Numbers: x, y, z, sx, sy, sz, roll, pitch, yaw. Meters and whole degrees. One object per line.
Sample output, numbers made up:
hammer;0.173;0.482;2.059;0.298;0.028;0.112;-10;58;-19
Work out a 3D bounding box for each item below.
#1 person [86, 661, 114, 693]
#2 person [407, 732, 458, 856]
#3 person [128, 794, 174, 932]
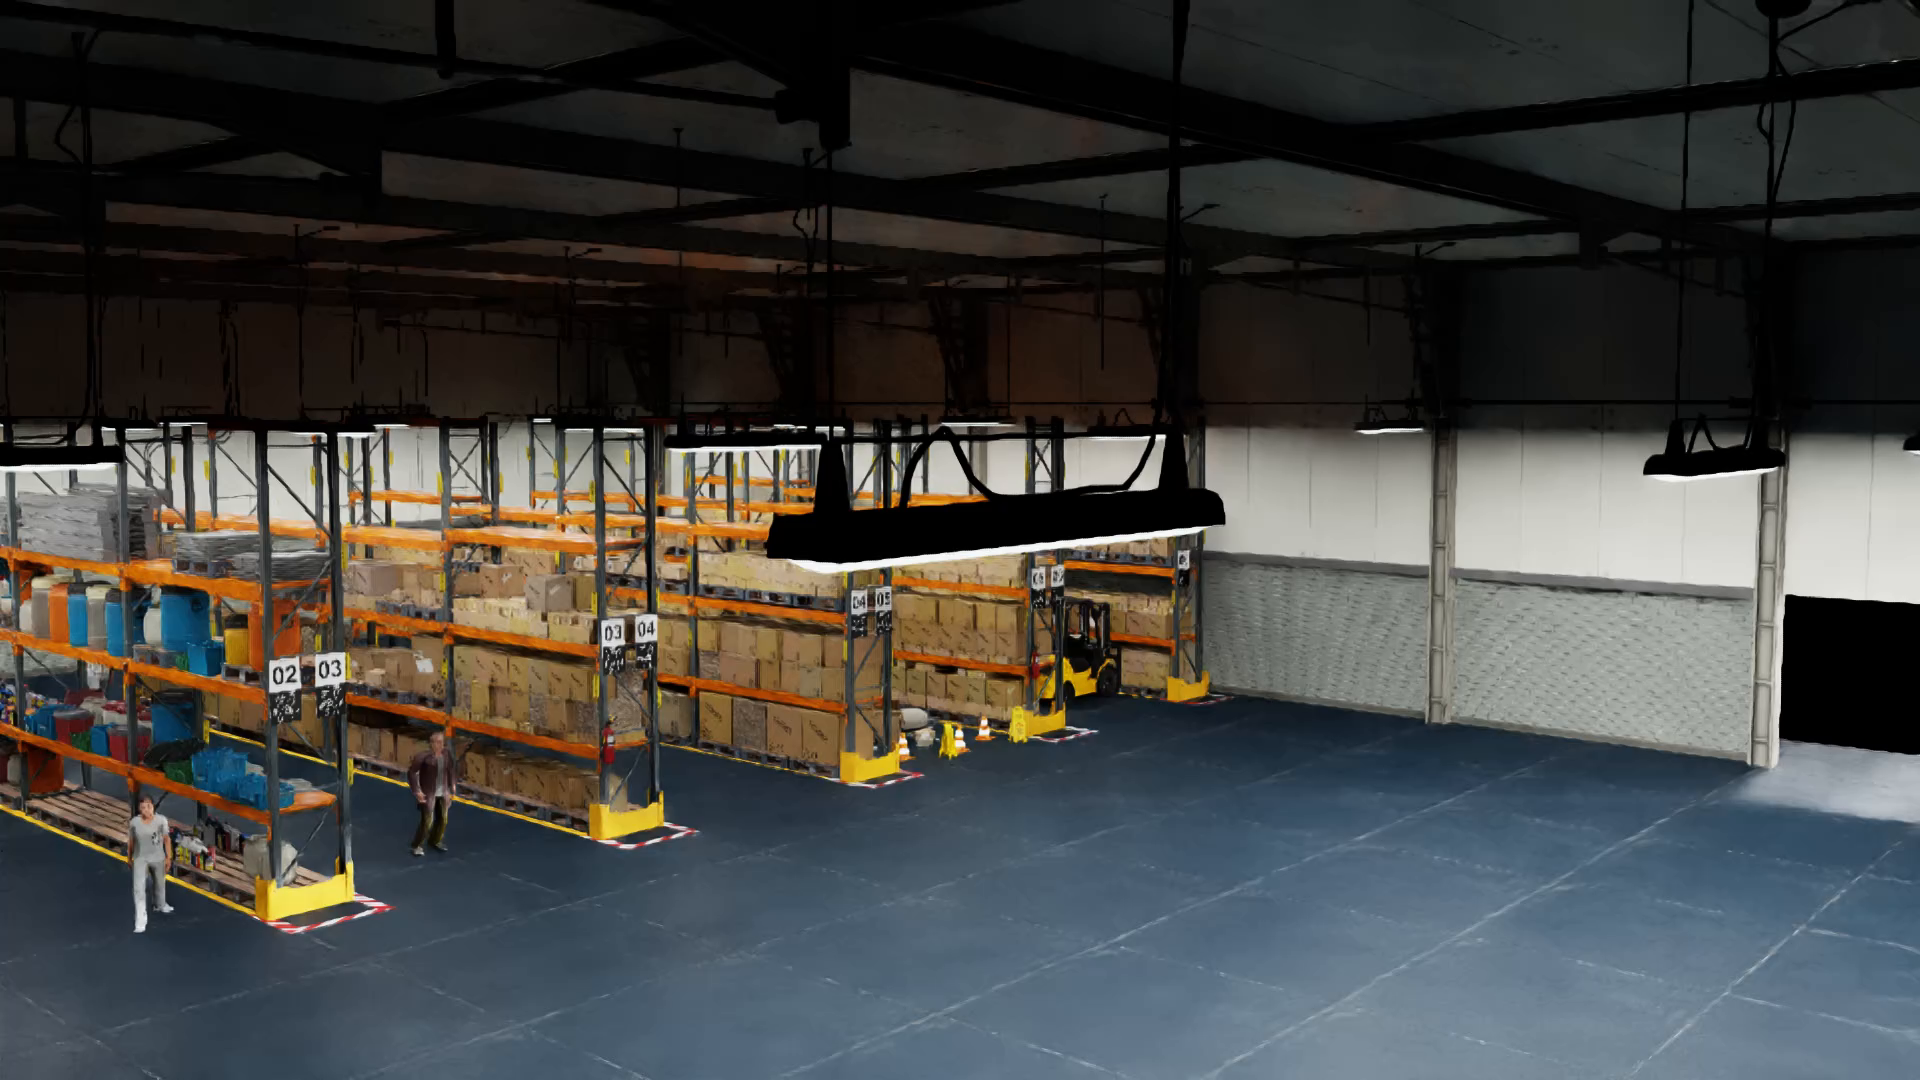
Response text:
person;-17.219;2.711;33.308;1.130;1.676;0.540;4;6;39
person;-7.400;3.534;23.309;0.546;1.733;0.721;4;6;39
person;-9.804;3.853;20.127;0.491;1.611;0.957;-2;5;-27
